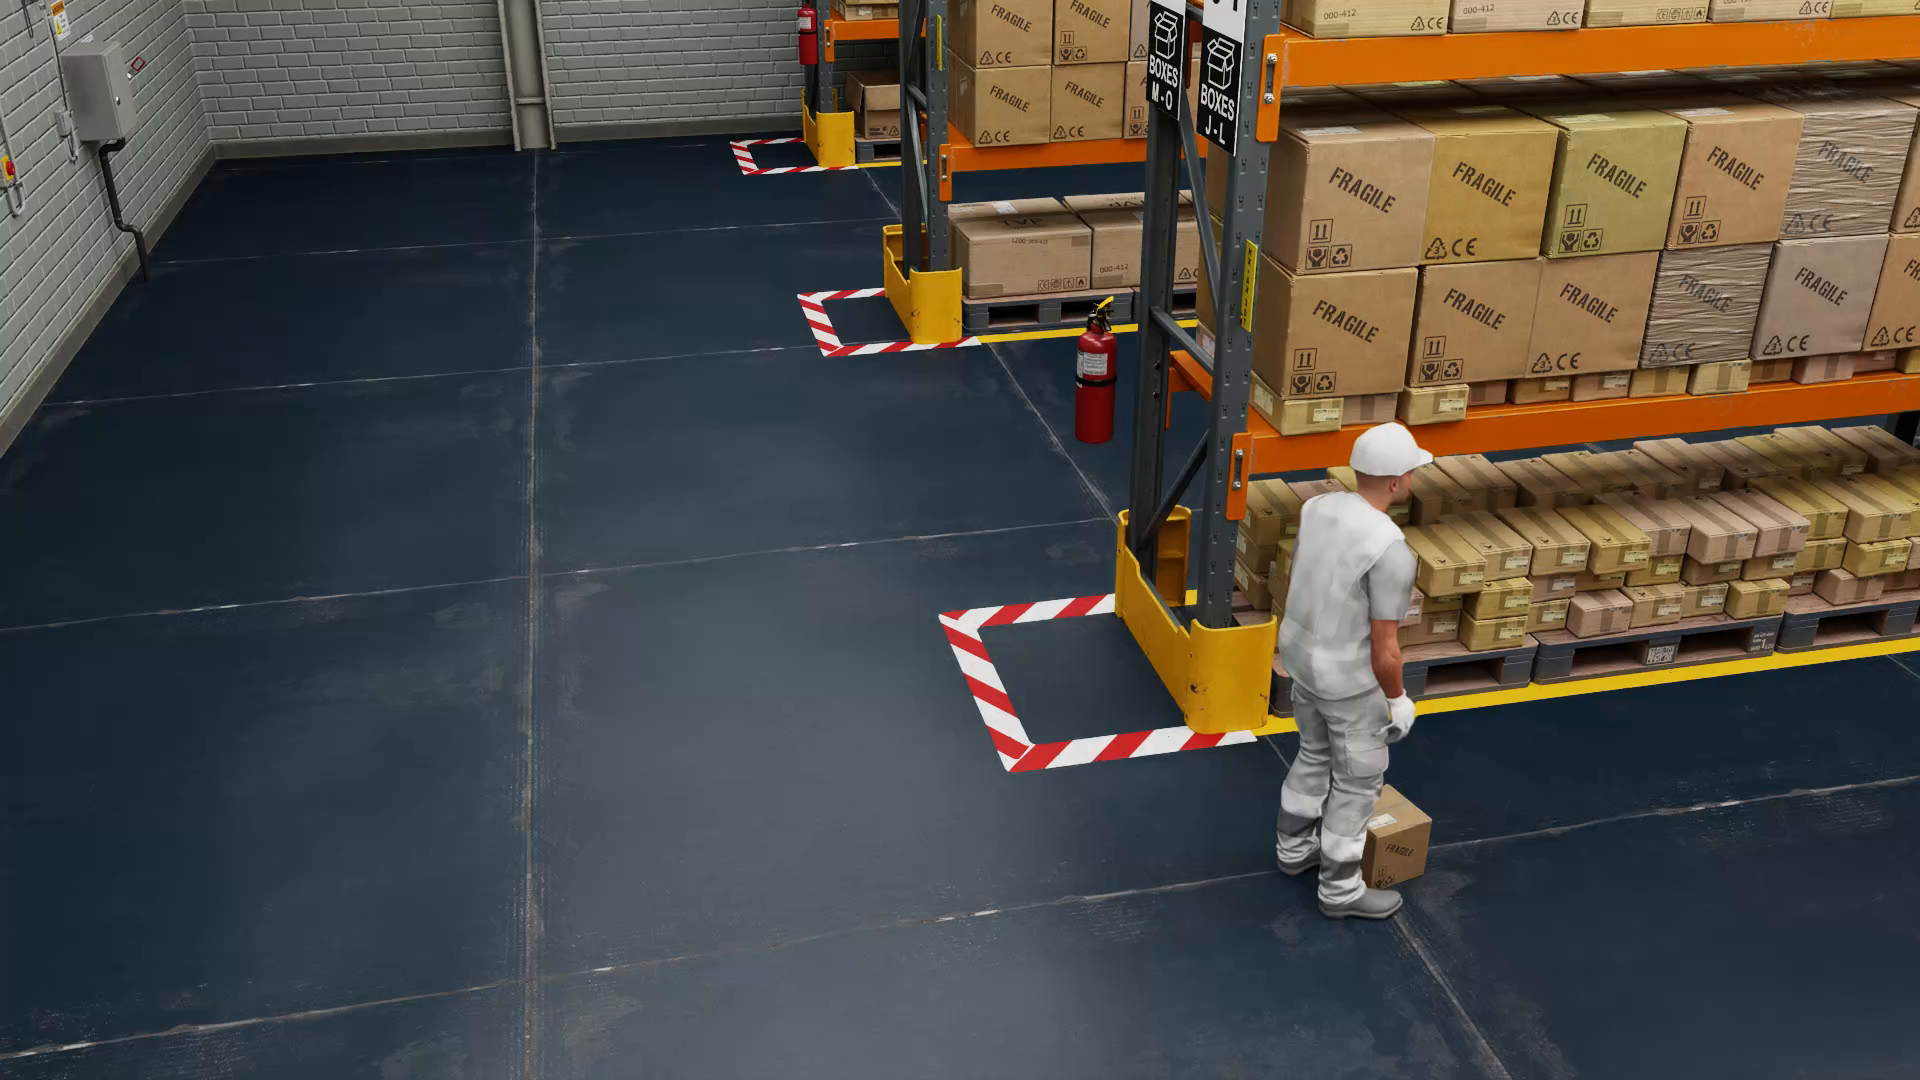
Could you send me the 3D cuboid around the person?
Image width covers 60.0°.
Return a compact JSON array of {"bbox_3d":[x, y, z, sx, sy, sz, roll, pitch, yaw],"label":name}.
[{"bbox_3d":[1.332,0.448,5.700,0.453,1.779,0.621,-10,28,-19],"label":"person"}]
